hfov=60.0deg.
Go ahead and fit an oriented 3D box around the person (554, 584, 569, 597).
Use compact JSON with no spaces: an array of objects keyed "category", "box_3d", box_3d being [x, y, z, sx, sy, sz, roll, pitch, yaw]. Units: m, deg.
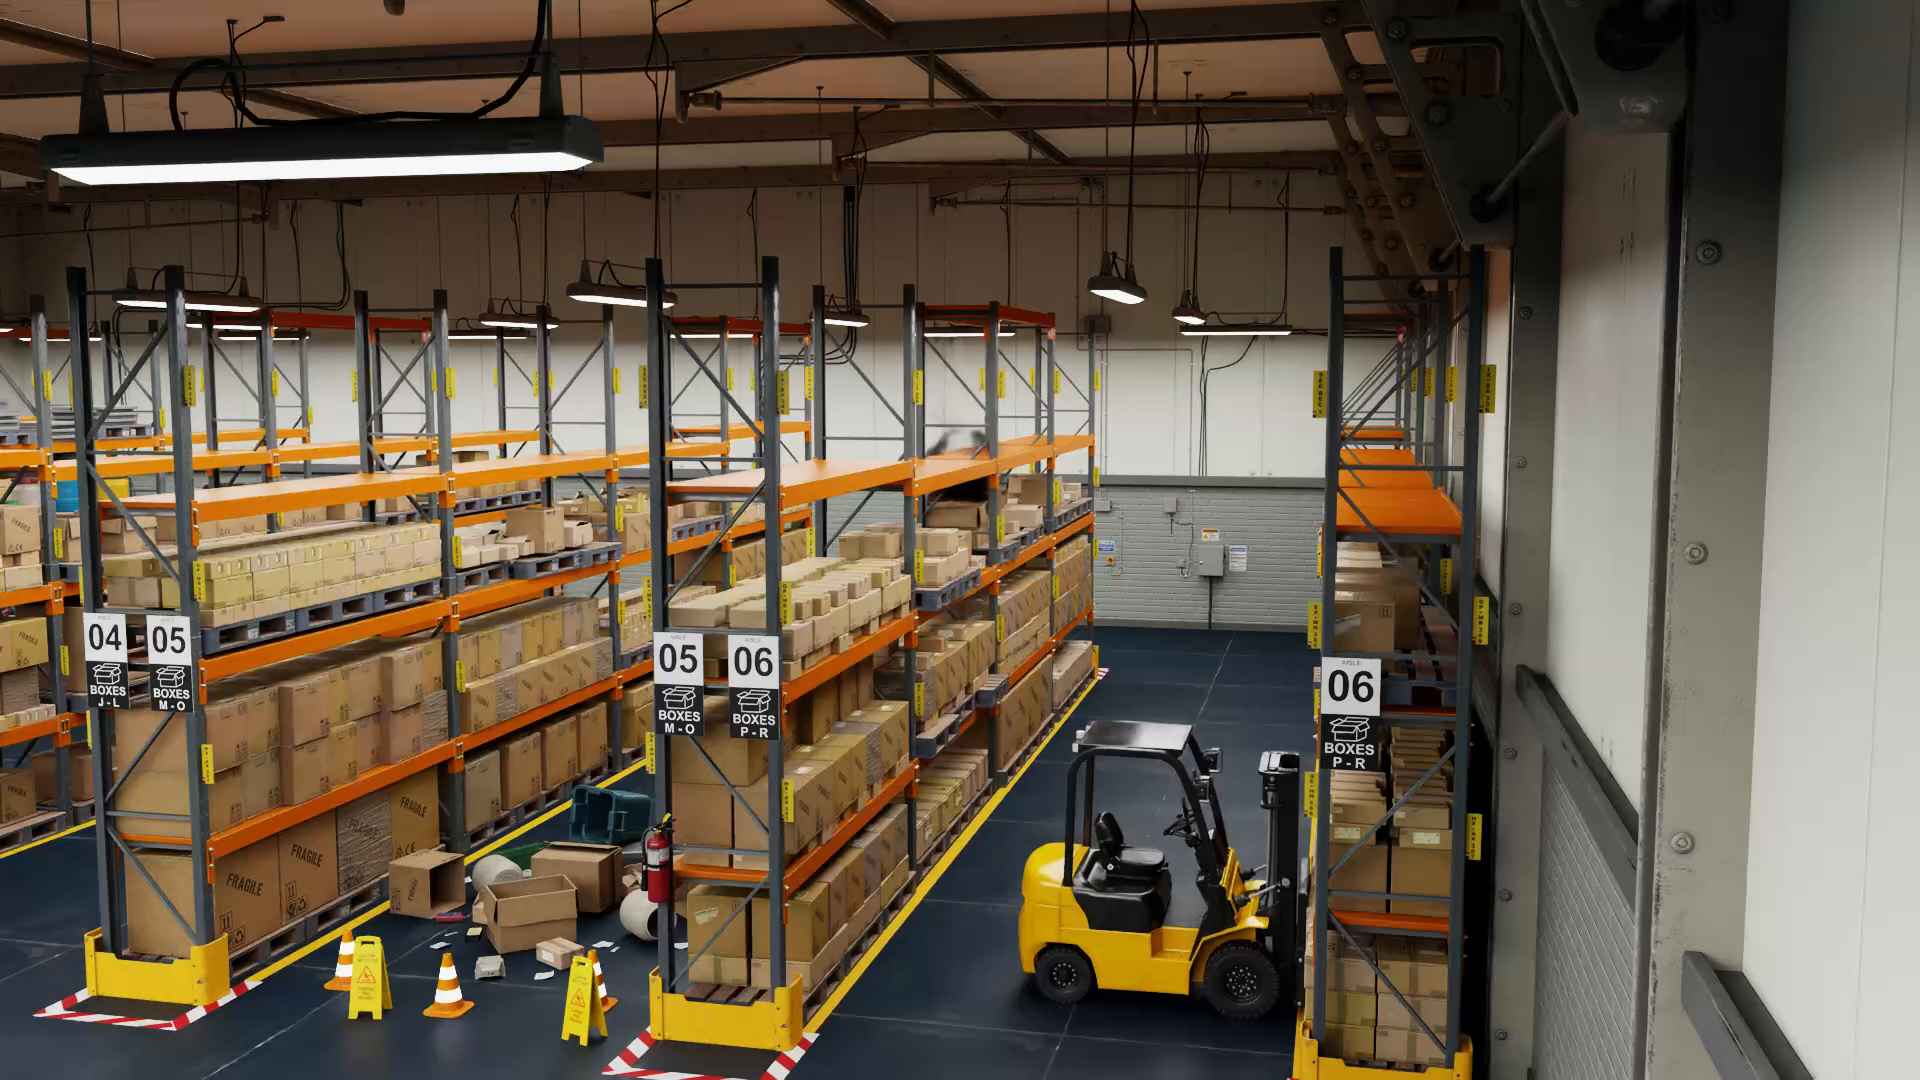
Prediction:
[{"category":"person","box_3d":[-6.659,1.526,27.713,0.518,1.696,0.887,1,6,9]}]
